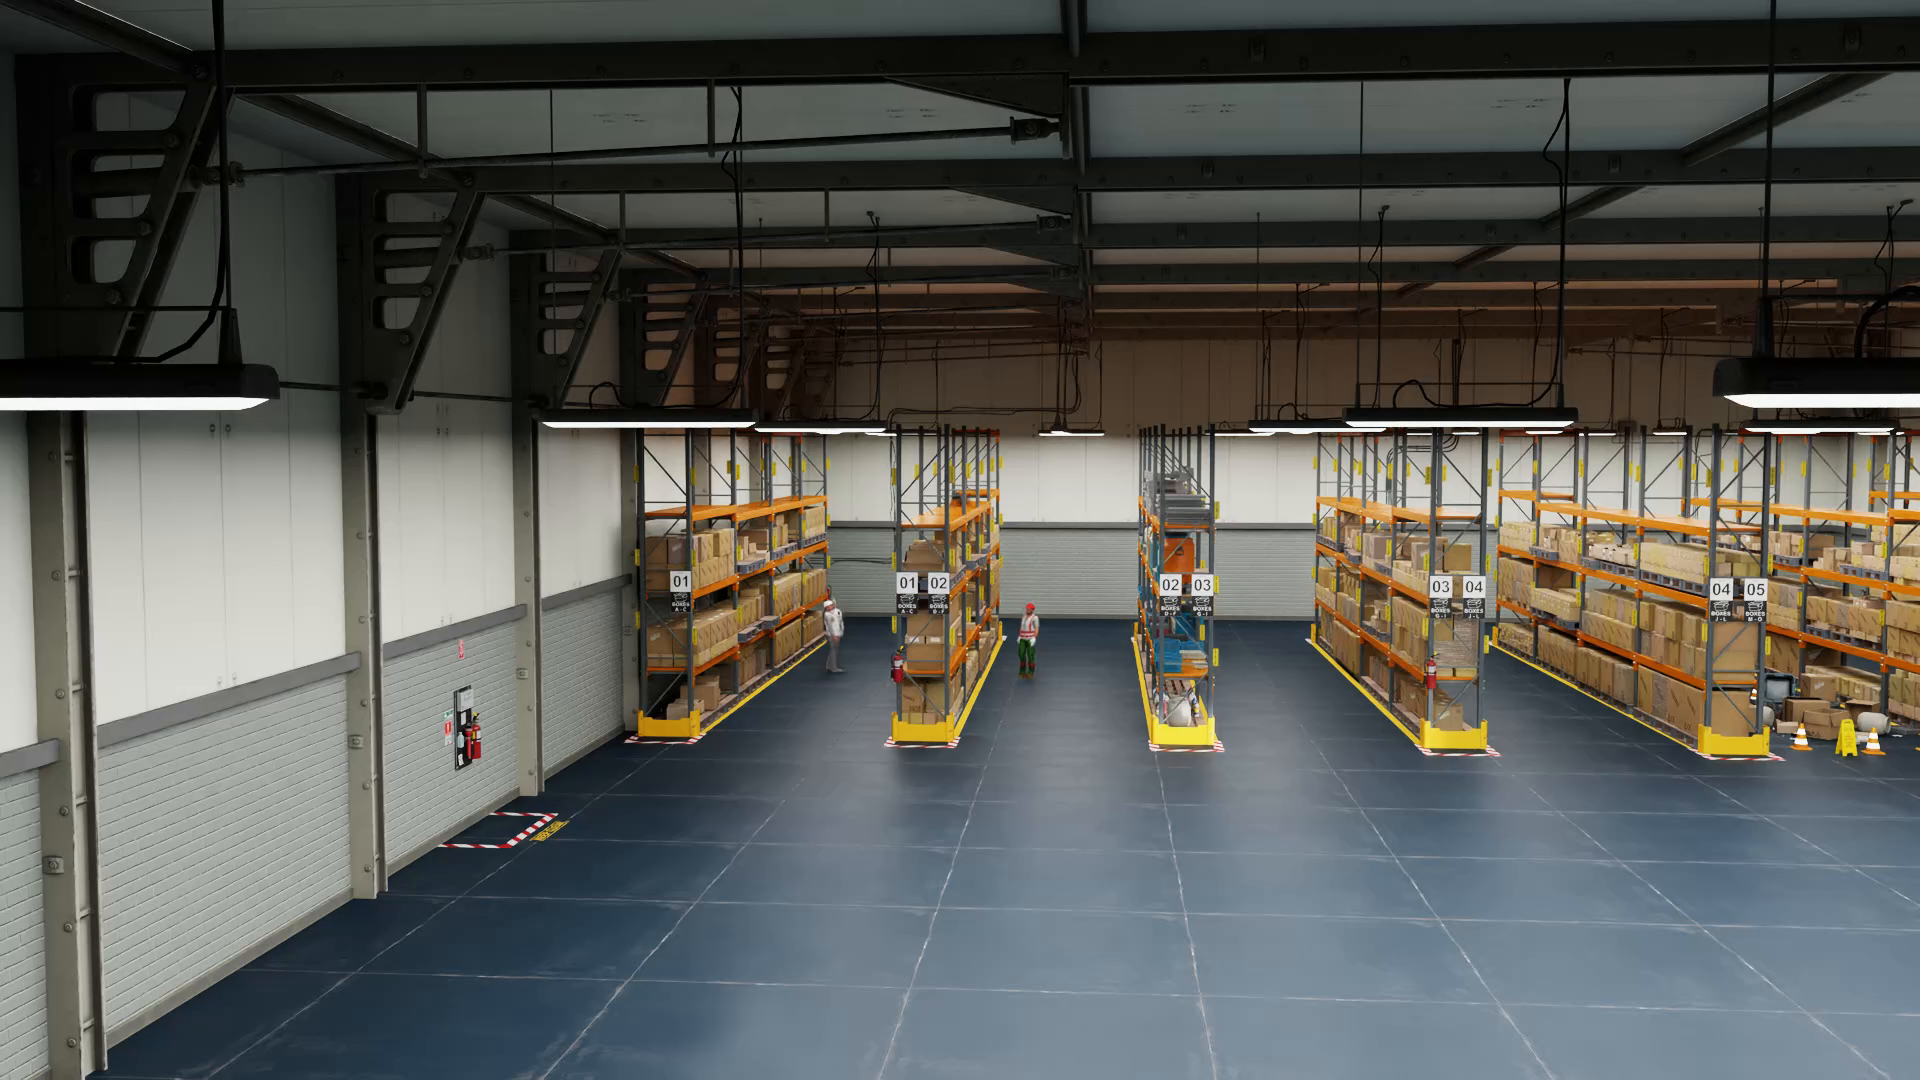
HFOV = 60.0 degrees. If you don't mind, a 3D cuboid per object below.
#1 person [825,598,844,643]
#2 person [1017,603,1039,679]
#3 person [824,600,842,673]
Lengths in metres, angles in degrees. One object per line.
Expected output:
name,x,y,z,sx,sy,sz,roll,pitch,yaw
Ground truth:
person,-3.224,2.311,42.609,0.464,1.639,1.014,0,3,6
person,1.598,2.435,39.778,0.635,1.864,0.488,2,4,35
person,-3.100,2.361,40.753,0.444,1.762,0.576,-1,4,-11
